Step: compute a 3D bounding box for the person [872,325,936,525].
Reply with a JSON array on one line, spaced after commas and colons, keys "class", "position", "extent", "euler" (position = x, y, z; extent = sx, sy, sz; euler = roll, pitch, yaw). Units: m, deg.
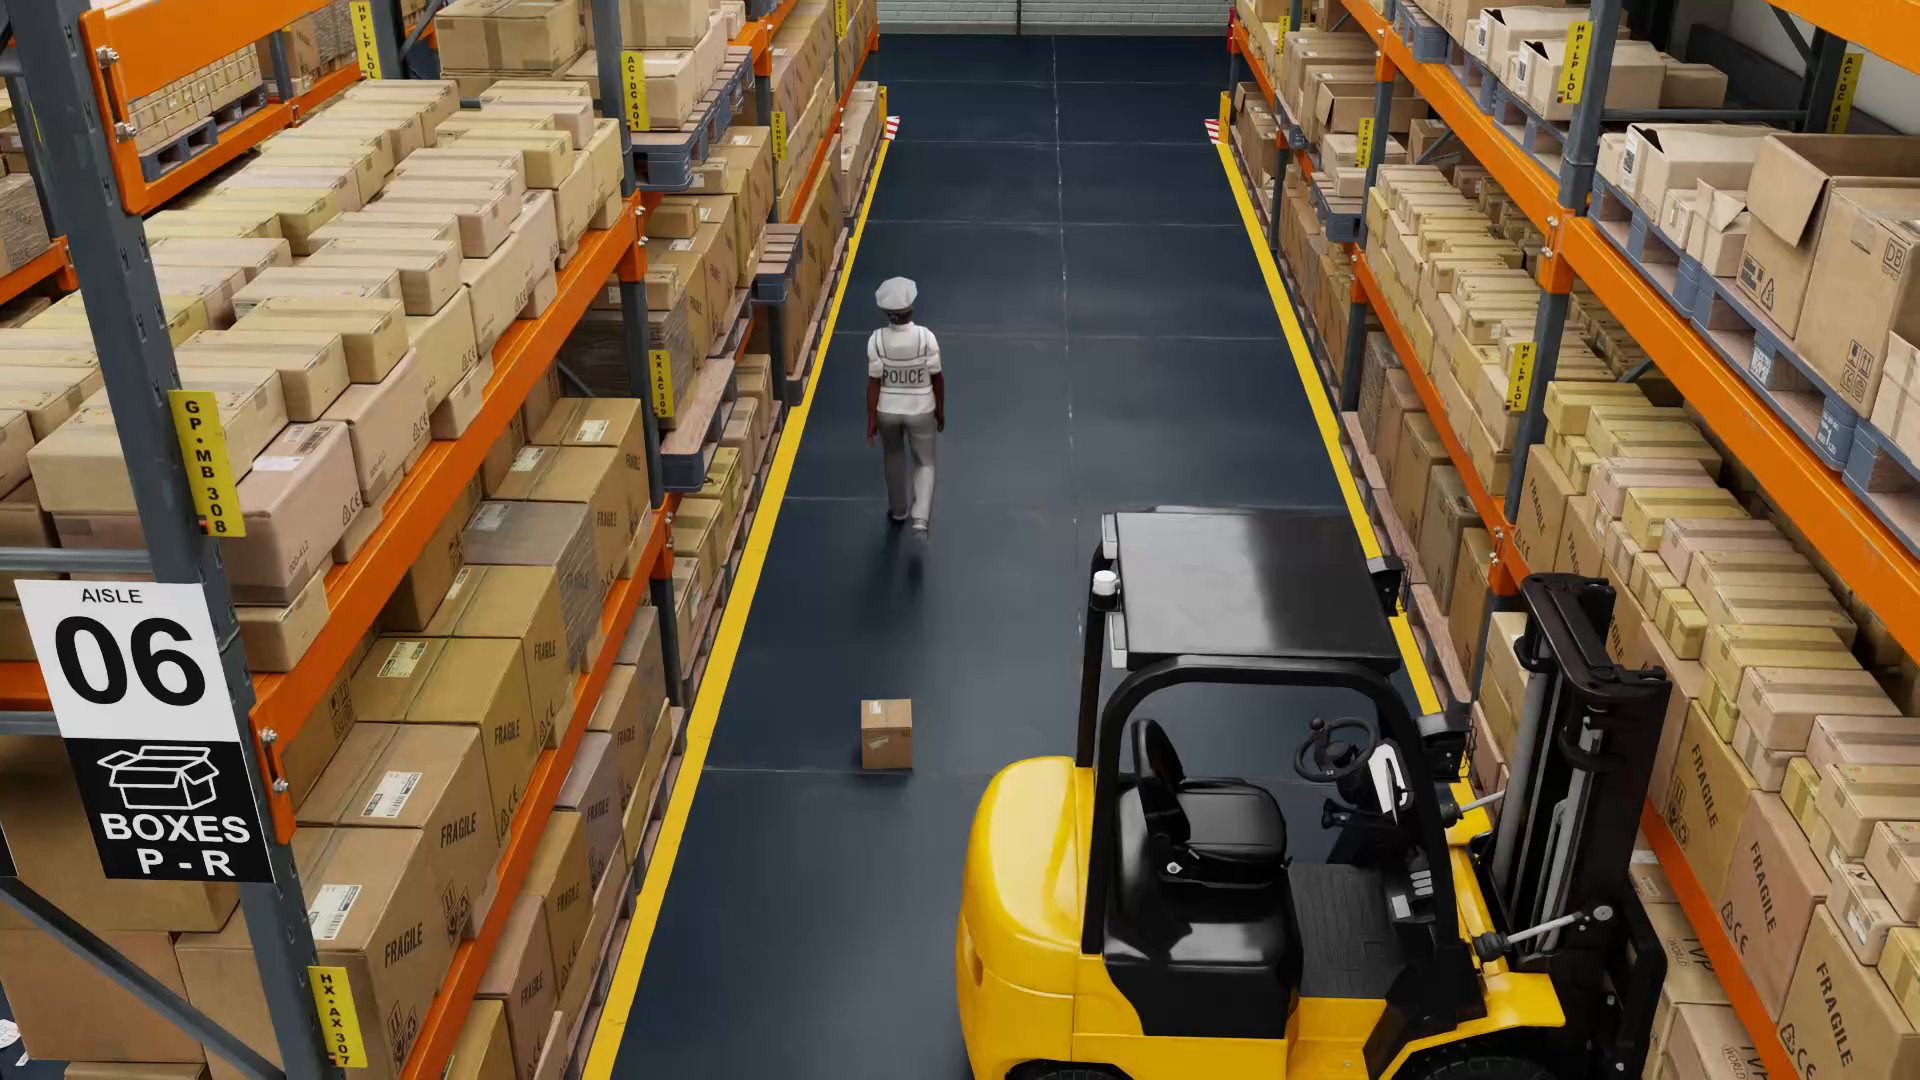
[{"class": "person", "position": [-0.339, -0.670, 10.045], "extent": [0.383, 1.321, 0.680], "euler": [1, 28, 2]}]
